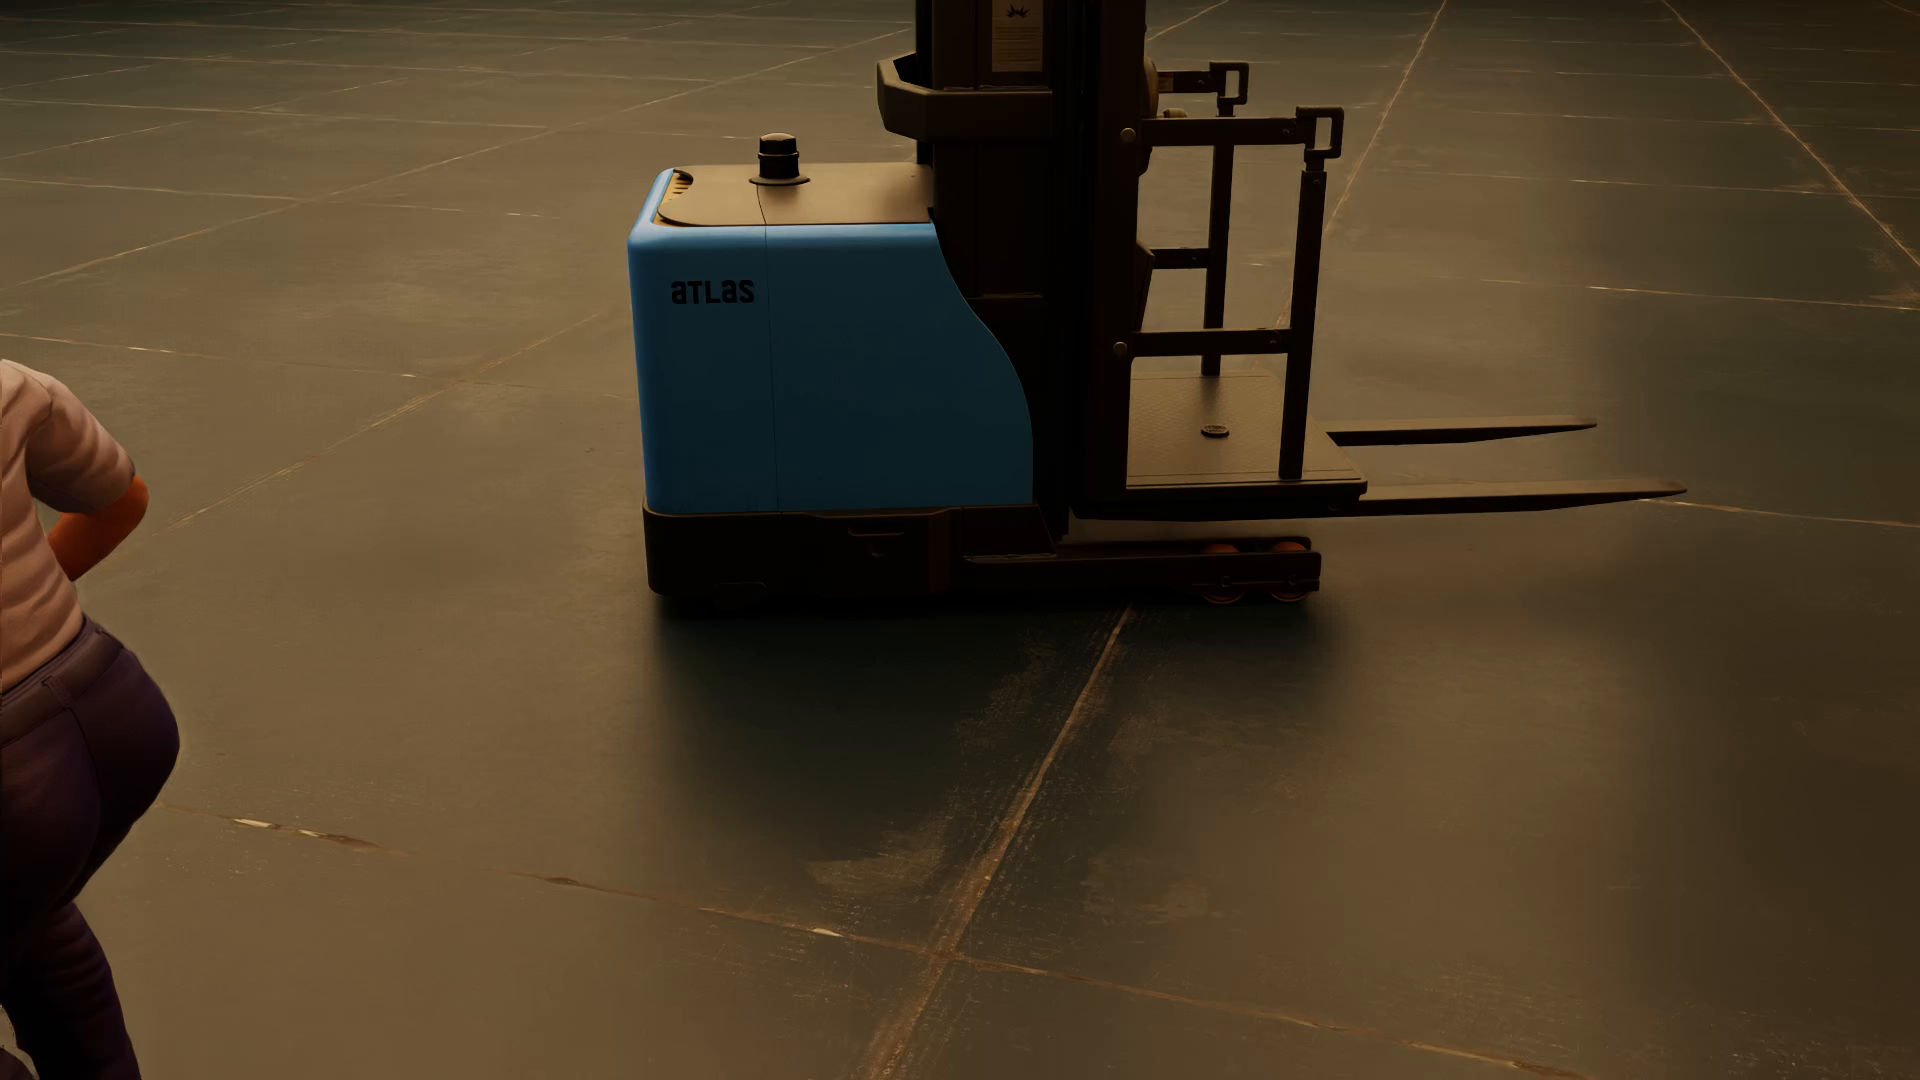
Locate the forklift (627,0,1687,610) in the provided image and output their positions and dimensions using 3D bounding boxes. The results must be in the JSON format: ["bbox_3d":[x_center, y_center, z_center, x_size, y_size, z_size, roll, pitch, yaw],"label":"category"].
[{"bbox_3d":[0.606,-1.374,4.608,3.031,2.935,1.130,-2,23,-4],"label":"forklift"}]

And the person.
[{"bbox_3d":[-1.383,0.337,2.227,0.495,1.610,0.691,5,23,12],"label":"person"}]
